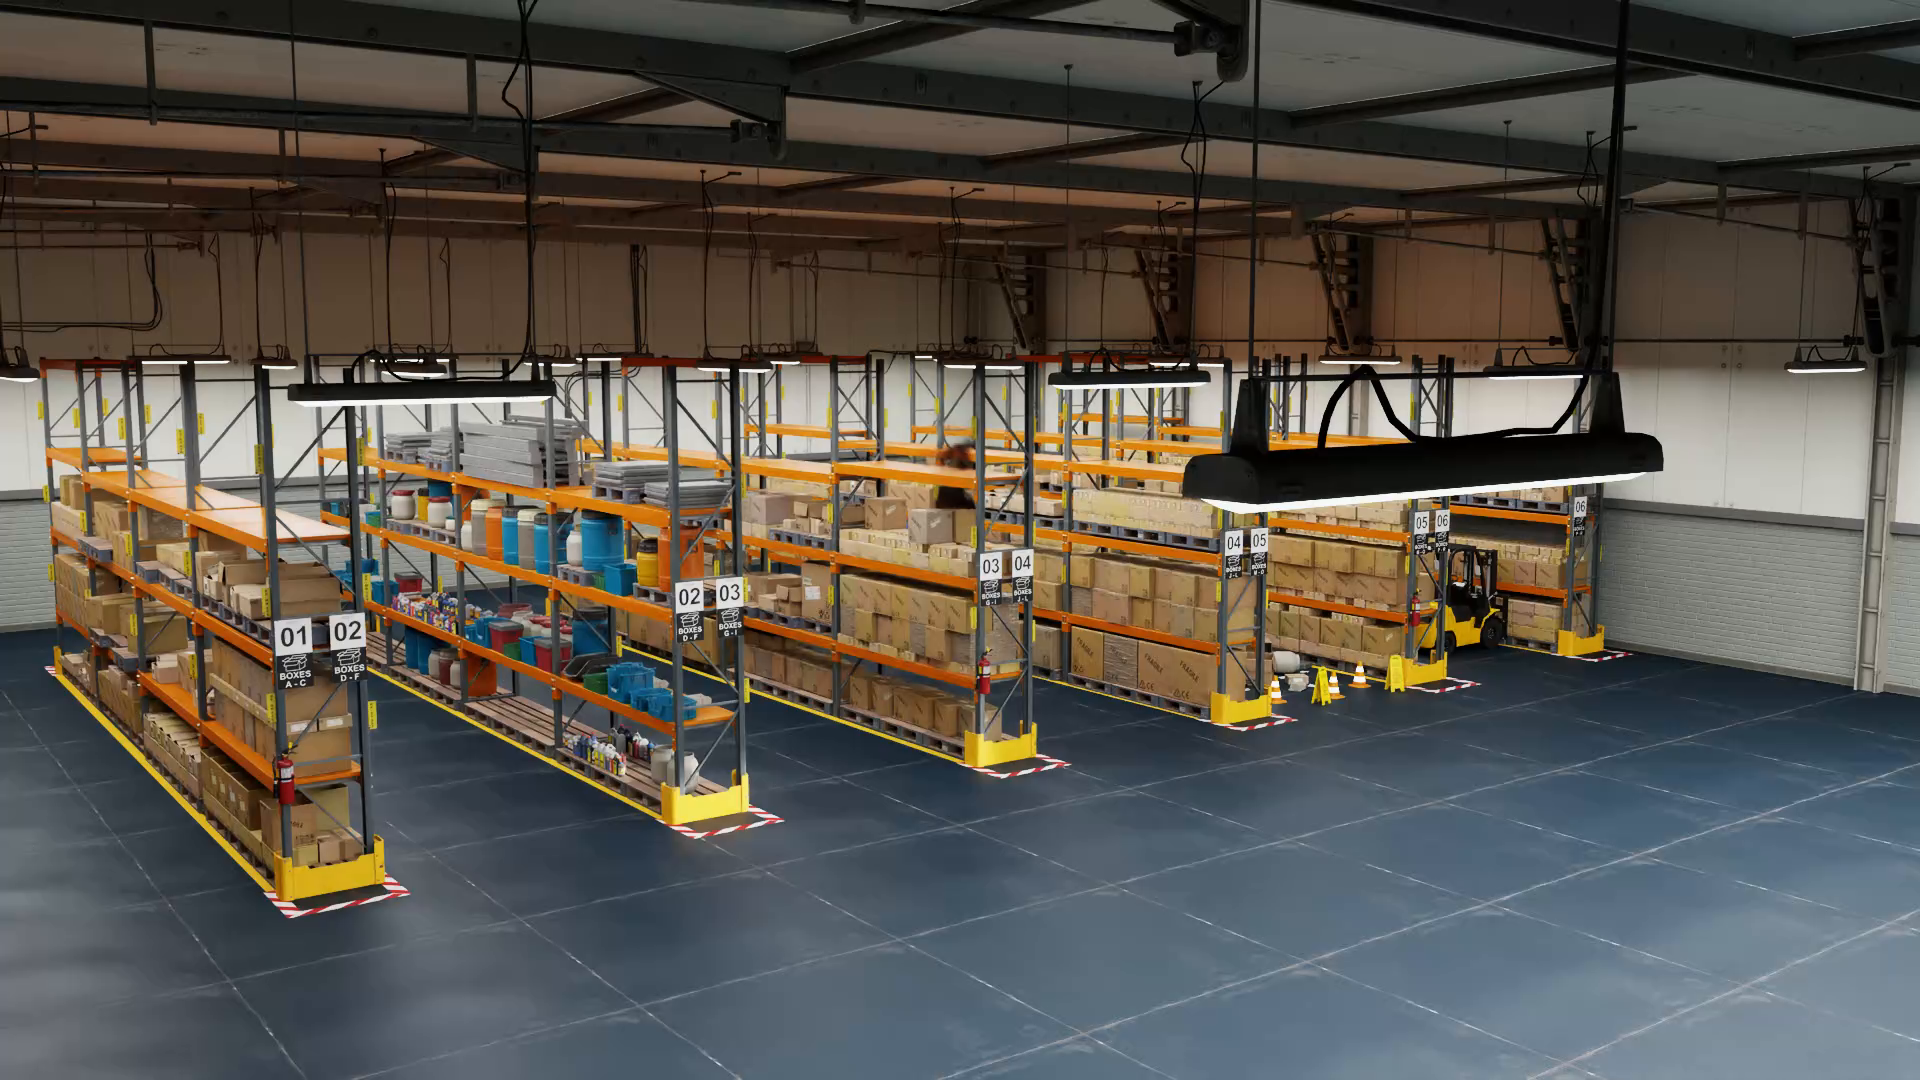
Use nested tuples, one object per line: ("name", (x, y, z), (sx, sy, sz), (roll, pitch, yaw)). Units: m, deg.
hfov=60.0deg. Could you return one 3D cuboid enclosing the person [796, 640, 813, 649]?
("person", (-2.999, 1.517, 33.192), (0.657, 1.686, 0.589), (-7, 10, -44))
